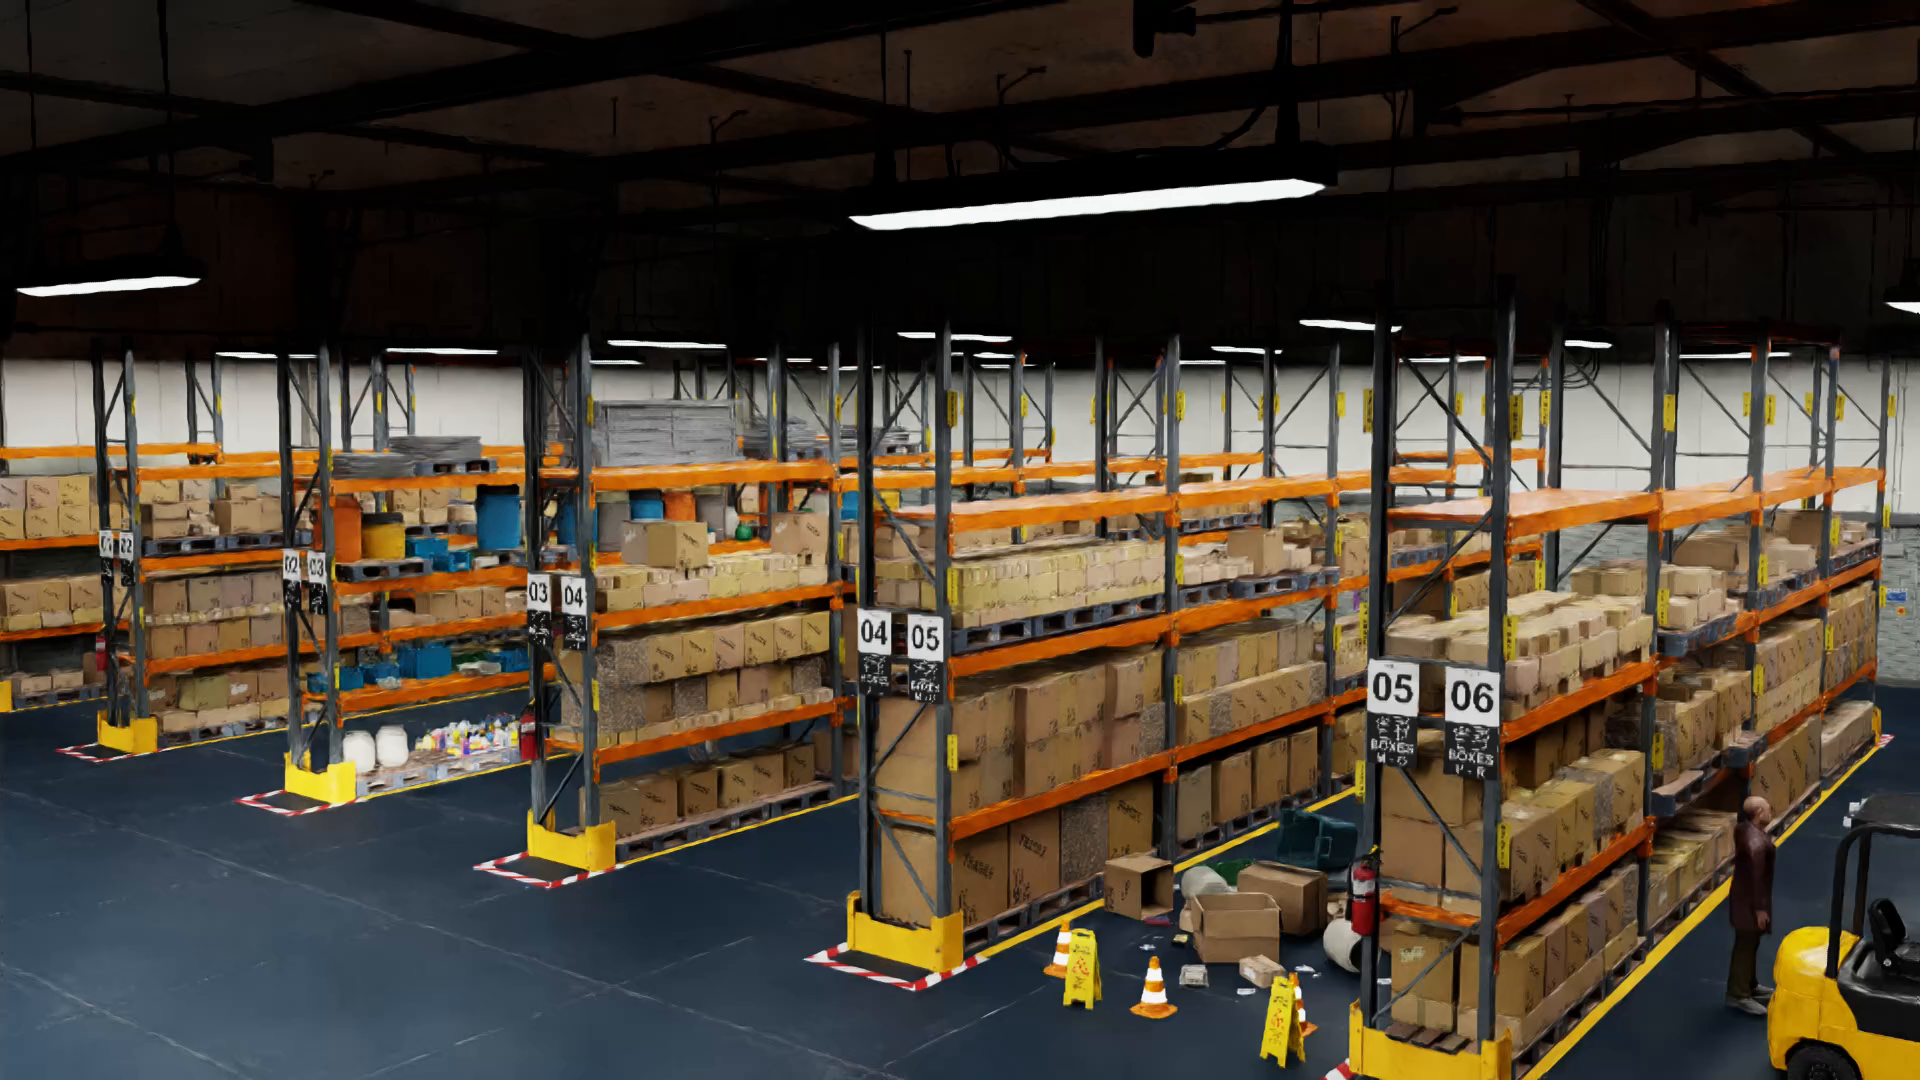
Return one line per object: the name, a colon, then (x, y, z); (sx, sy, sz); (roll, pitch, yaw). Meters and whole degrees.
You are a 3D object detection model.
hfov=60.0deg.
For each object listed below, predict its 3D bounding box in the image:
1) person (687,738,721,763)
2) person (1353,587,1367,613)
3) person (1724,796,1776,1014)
person: (-3.409, 2.394, 22.122); (0.719, 1.714, 0.578); (4, 6, 36)
person: (8.081, 1.453, 33.427); (0.365, 1.592, 0.521); (1, 5, 11)
person: (6.709, 3.035, 14.025); (0.450, 1.785, 0.670); (1, 5, 15)
